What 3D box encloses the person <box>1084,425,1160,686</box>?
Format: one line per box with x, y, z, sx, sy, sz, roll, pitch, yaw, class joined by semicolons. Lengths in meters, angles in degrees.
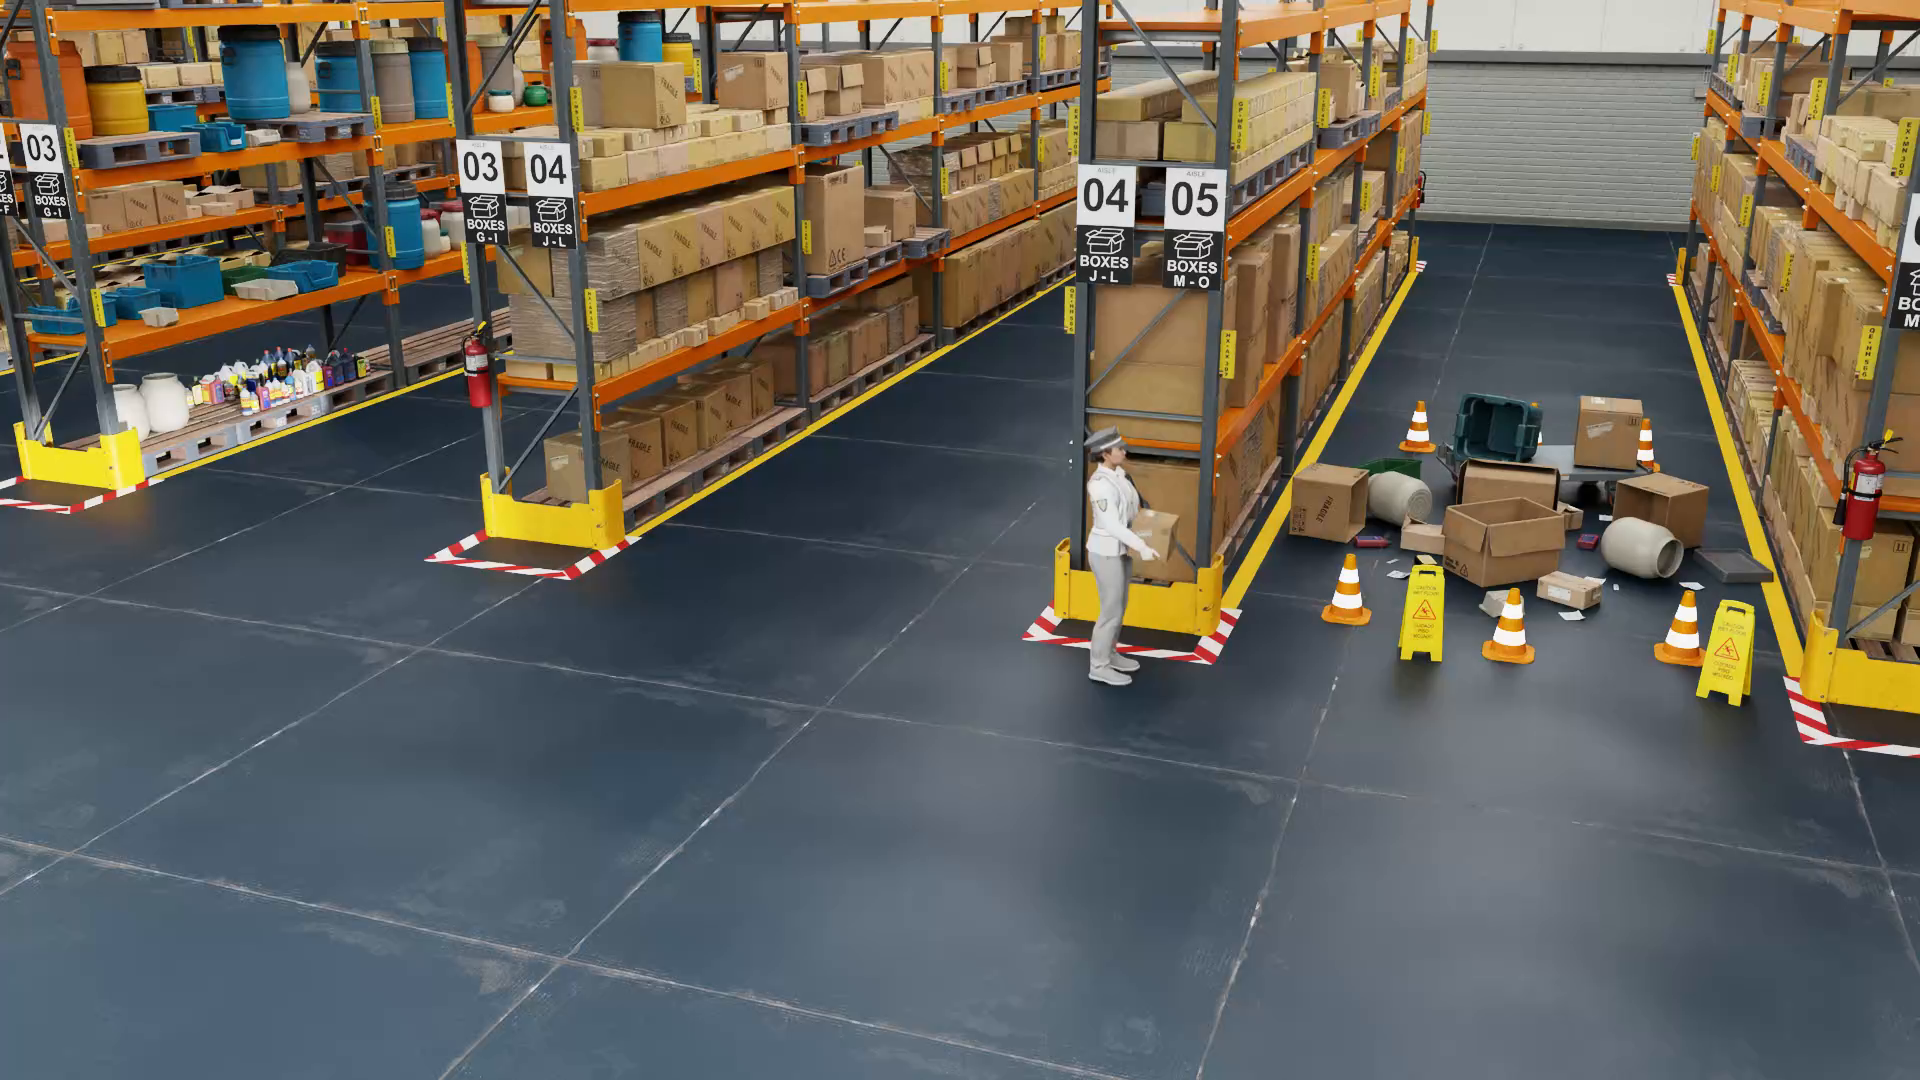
1.051;0.089;10.751;0.554;1.693;0.466;6;20;18;person
